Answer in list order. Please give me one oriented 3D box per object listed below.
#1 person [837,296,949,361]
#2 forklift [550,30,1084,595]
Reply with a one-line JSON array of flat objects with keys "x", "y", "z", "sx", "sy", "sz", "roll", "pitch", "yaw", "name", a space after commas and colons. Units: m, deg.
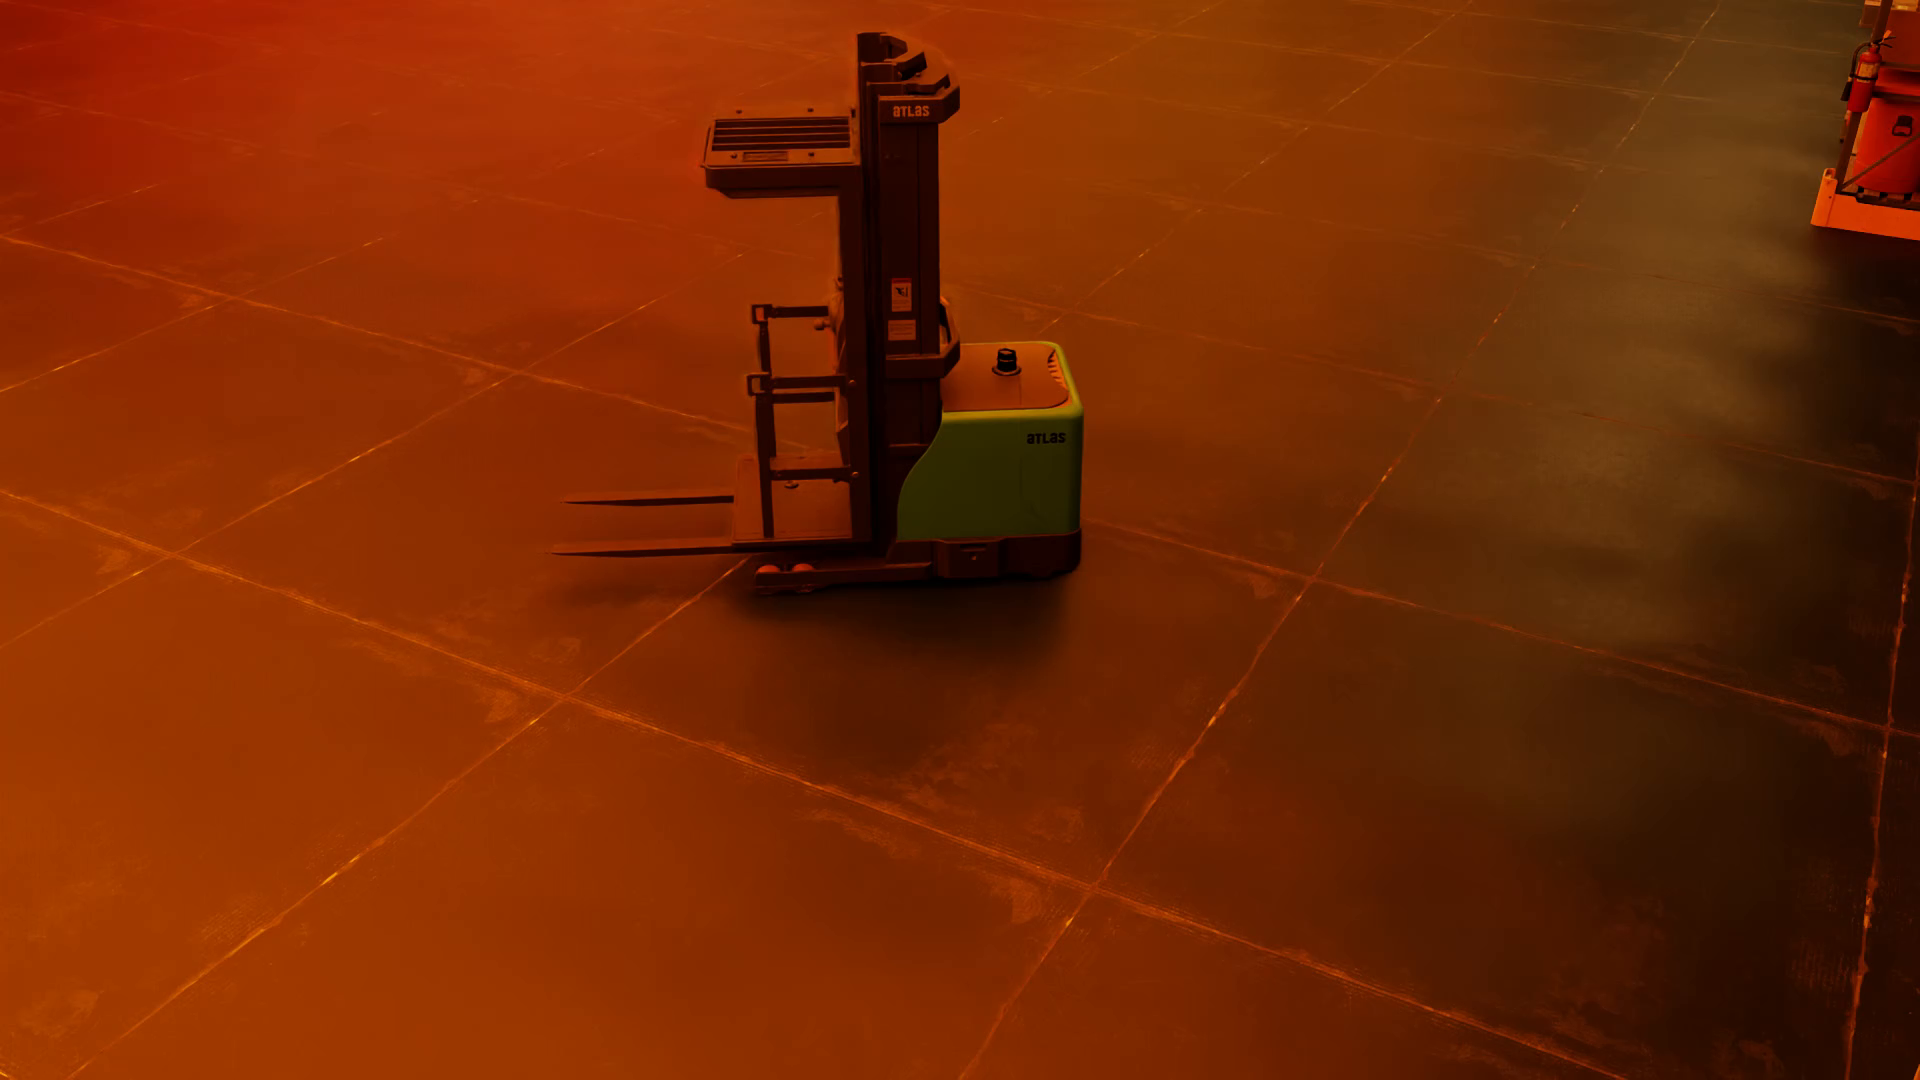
[{"x": -0.396, "y": -1.261, "z": 10.696, "sx": 0.782, "sy": 1.515, "sz": 0.916, "roll": 24, "pitch": 38, "yaw": 35, "name": "person"}, {"x": -0.847, "y": -1.234, "z": 9.209, "sx": 3.031, "sy": 2.935, "sz": 1.130, "roll": -2, "pitch": 30, "yaw": -4, "name": "forklift"}]
